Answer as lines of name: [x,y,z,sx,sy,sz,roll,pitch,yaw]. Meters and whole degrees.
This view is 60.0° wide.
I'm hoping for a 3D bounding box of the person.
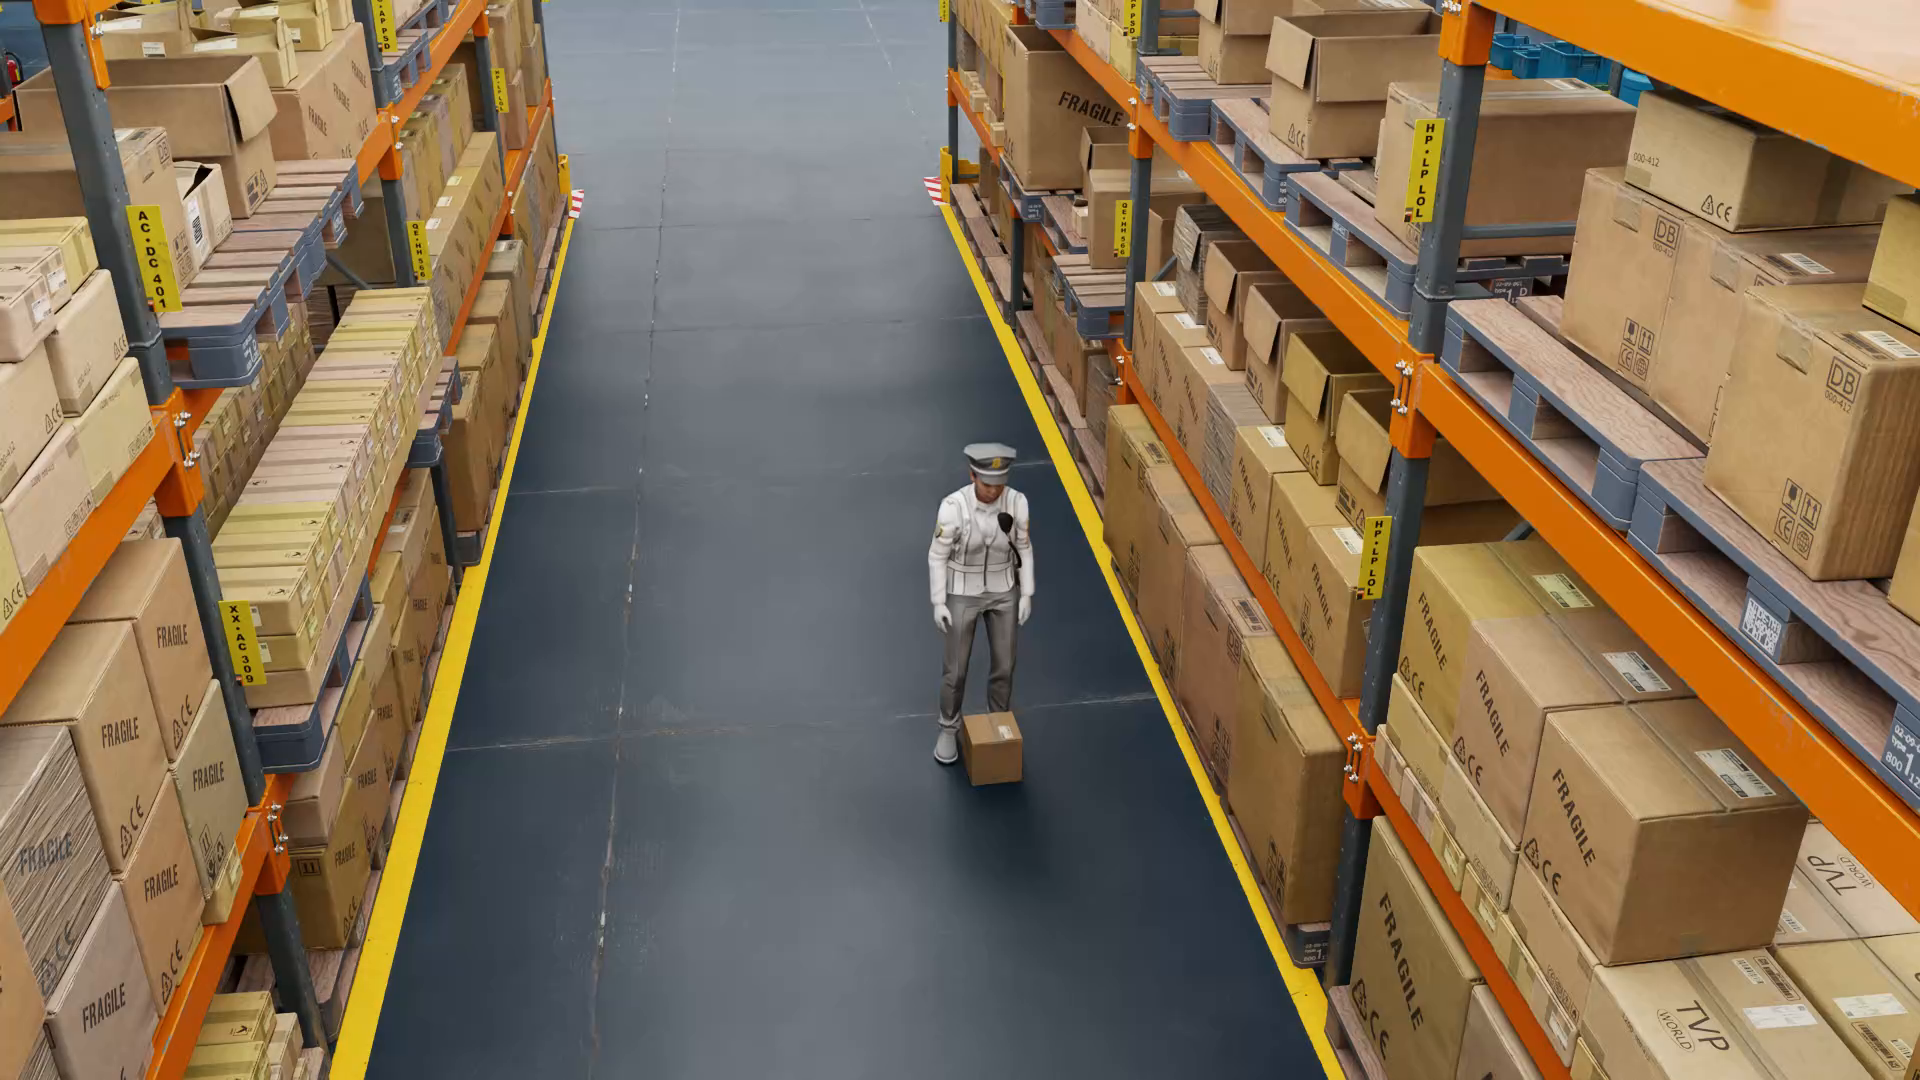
person: [0.110,0.286,8.060,0.518,1.663,0.368,-5,28,-10]
